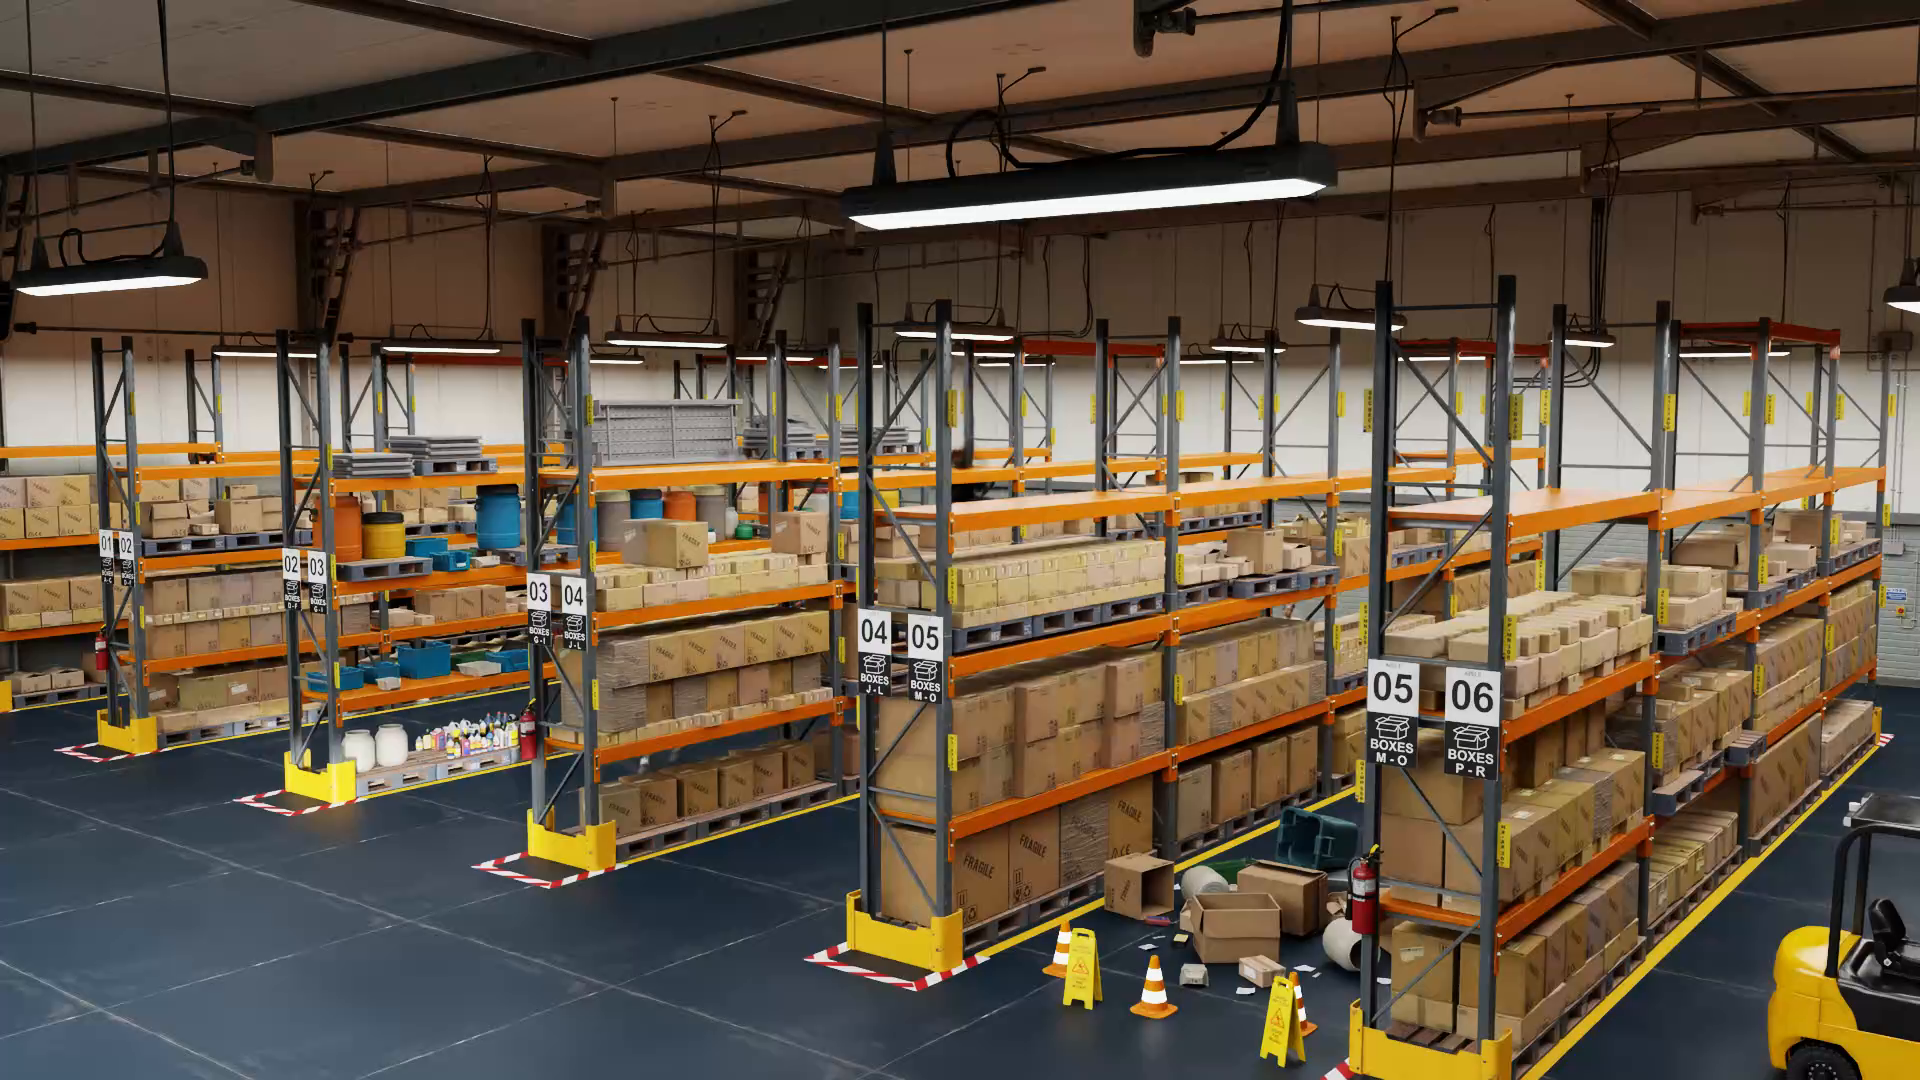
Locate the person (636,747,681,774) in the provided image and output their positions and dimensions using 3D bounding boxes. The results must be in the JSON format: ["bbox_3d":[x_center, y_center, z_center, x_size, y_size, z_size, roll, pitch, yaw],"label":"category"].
[{"bbox_3d":[-4.156,2.255,22.796,0.661,1.791,0.982,2,5,20],"label":"person"}]

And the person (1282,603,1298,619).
[{"bbox_3d":[5.553,1.874,28.289,0.602,1.648,0.544,3,6,28],"label":"person"}]

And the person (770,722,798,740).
[{"bbox_3d":[-2.596,2.221,23.903,0.770,1.718,0.526,3,6,27],"label":"person"}]
